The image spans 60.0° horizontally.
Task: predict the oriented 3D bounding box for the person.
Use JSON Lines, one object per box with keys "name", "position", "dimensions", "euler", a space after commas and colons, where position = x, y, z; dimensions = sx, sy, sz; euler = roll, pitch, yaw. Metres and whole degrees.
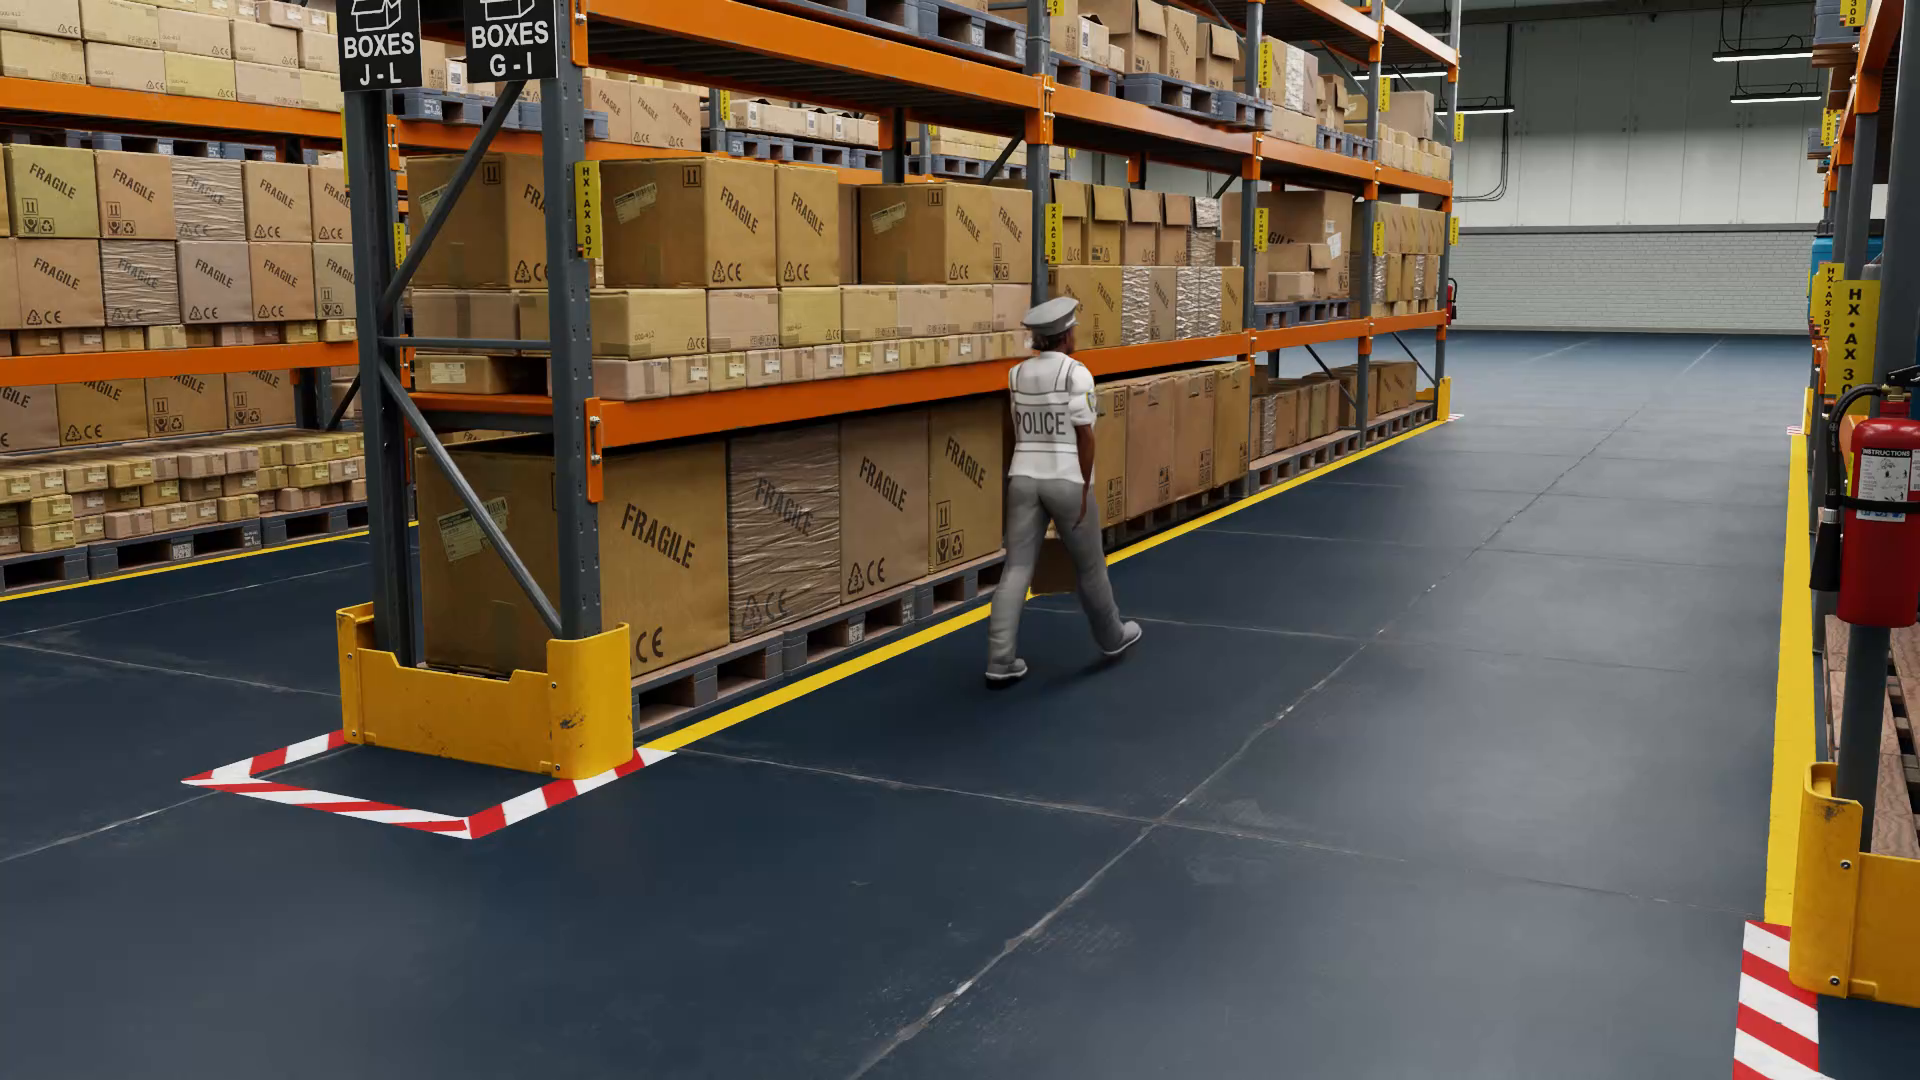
{"name": "person", "position": [0.431, -0.249, 7.346], "dimensions": [0.472, 1.638, 0.944], "euler": [6, 11, 32]}
